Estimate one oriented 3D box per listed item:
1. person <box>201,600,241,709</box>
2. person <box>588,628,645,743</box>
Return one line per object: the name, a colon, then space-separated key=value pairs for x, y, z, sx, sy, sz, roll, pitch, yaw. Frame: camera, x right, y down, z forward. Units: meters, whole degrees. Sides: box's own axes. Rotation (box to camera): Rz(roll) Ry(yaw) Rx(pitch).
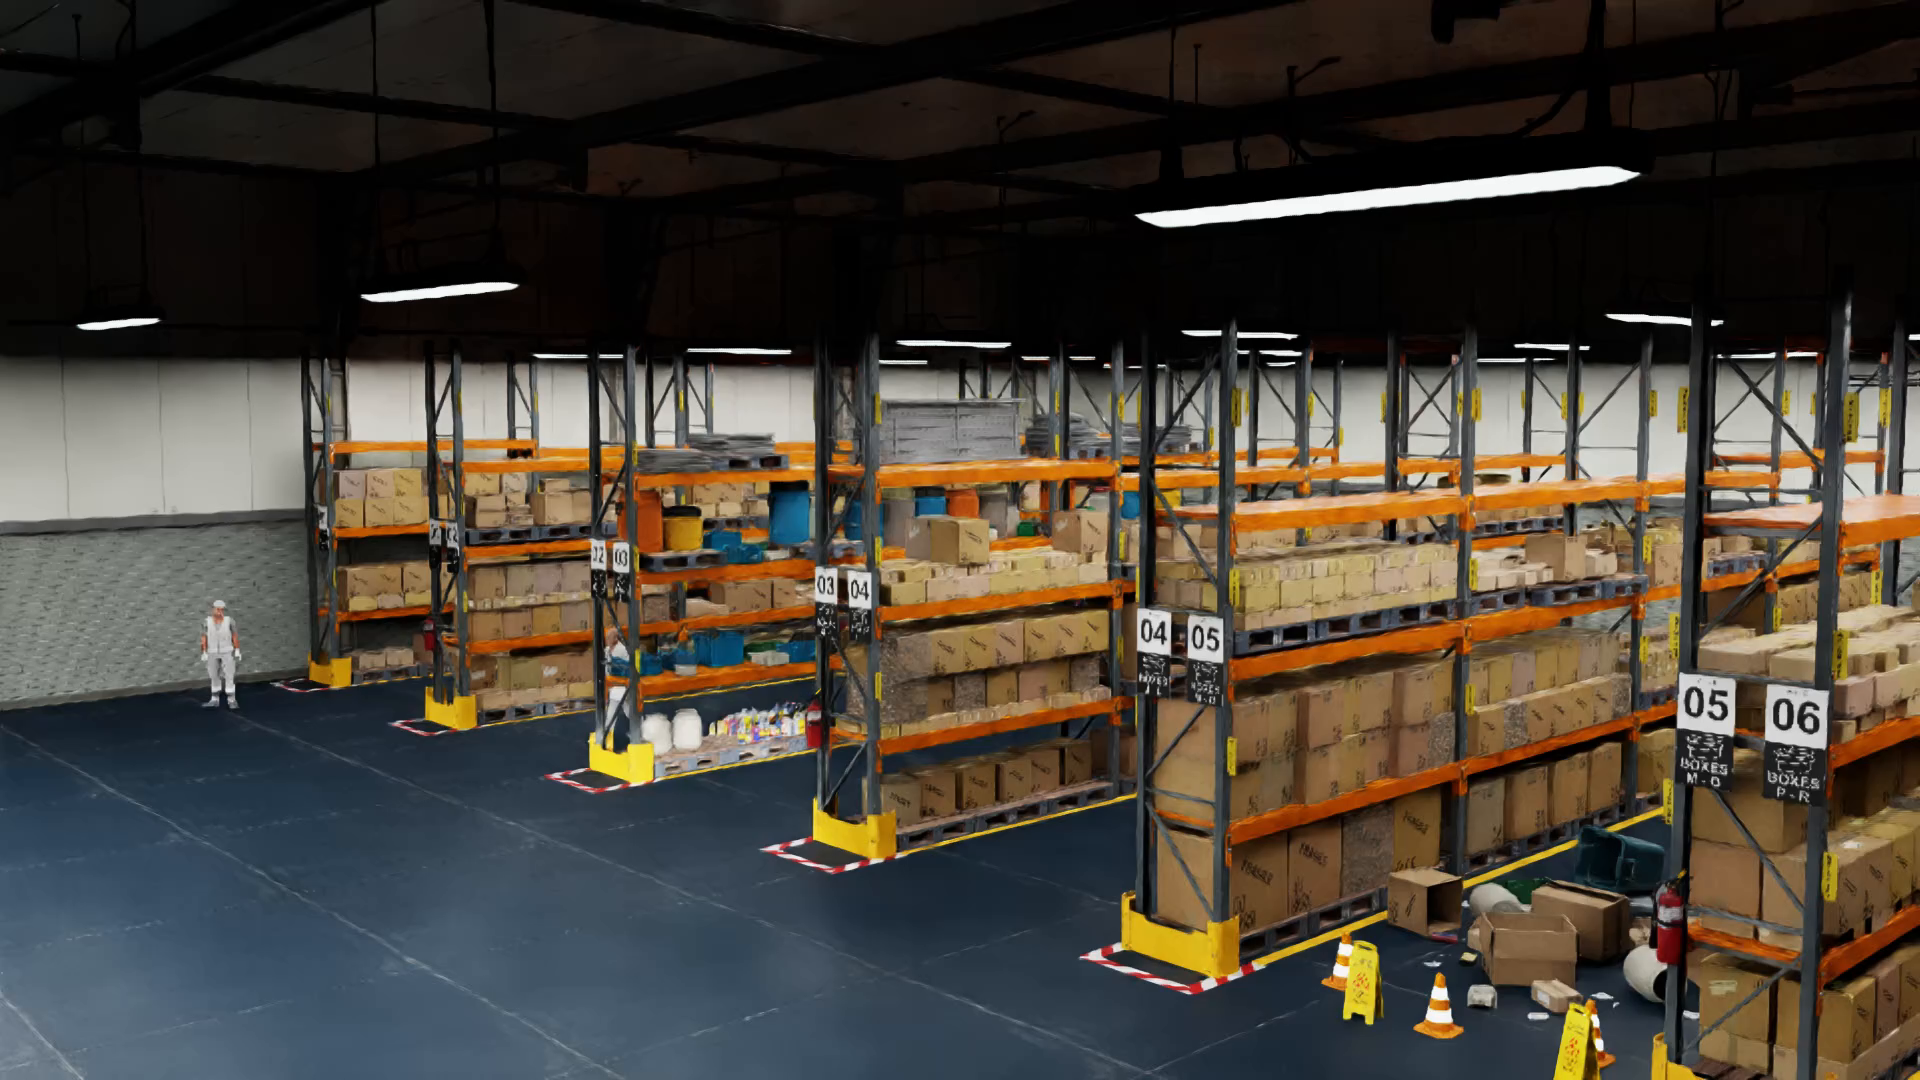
person: x=-12.139 y=1.866 z=27.277 sx=0.632 sy=1.794 sz=0.468 roll=-2 pitch=5 yaw=-18
person: x=-5.076 y=2.140 z=24.550 sx=1.196 sy=1.698 sz=0.601 roll=-5 pitch=7 yaw=-44
